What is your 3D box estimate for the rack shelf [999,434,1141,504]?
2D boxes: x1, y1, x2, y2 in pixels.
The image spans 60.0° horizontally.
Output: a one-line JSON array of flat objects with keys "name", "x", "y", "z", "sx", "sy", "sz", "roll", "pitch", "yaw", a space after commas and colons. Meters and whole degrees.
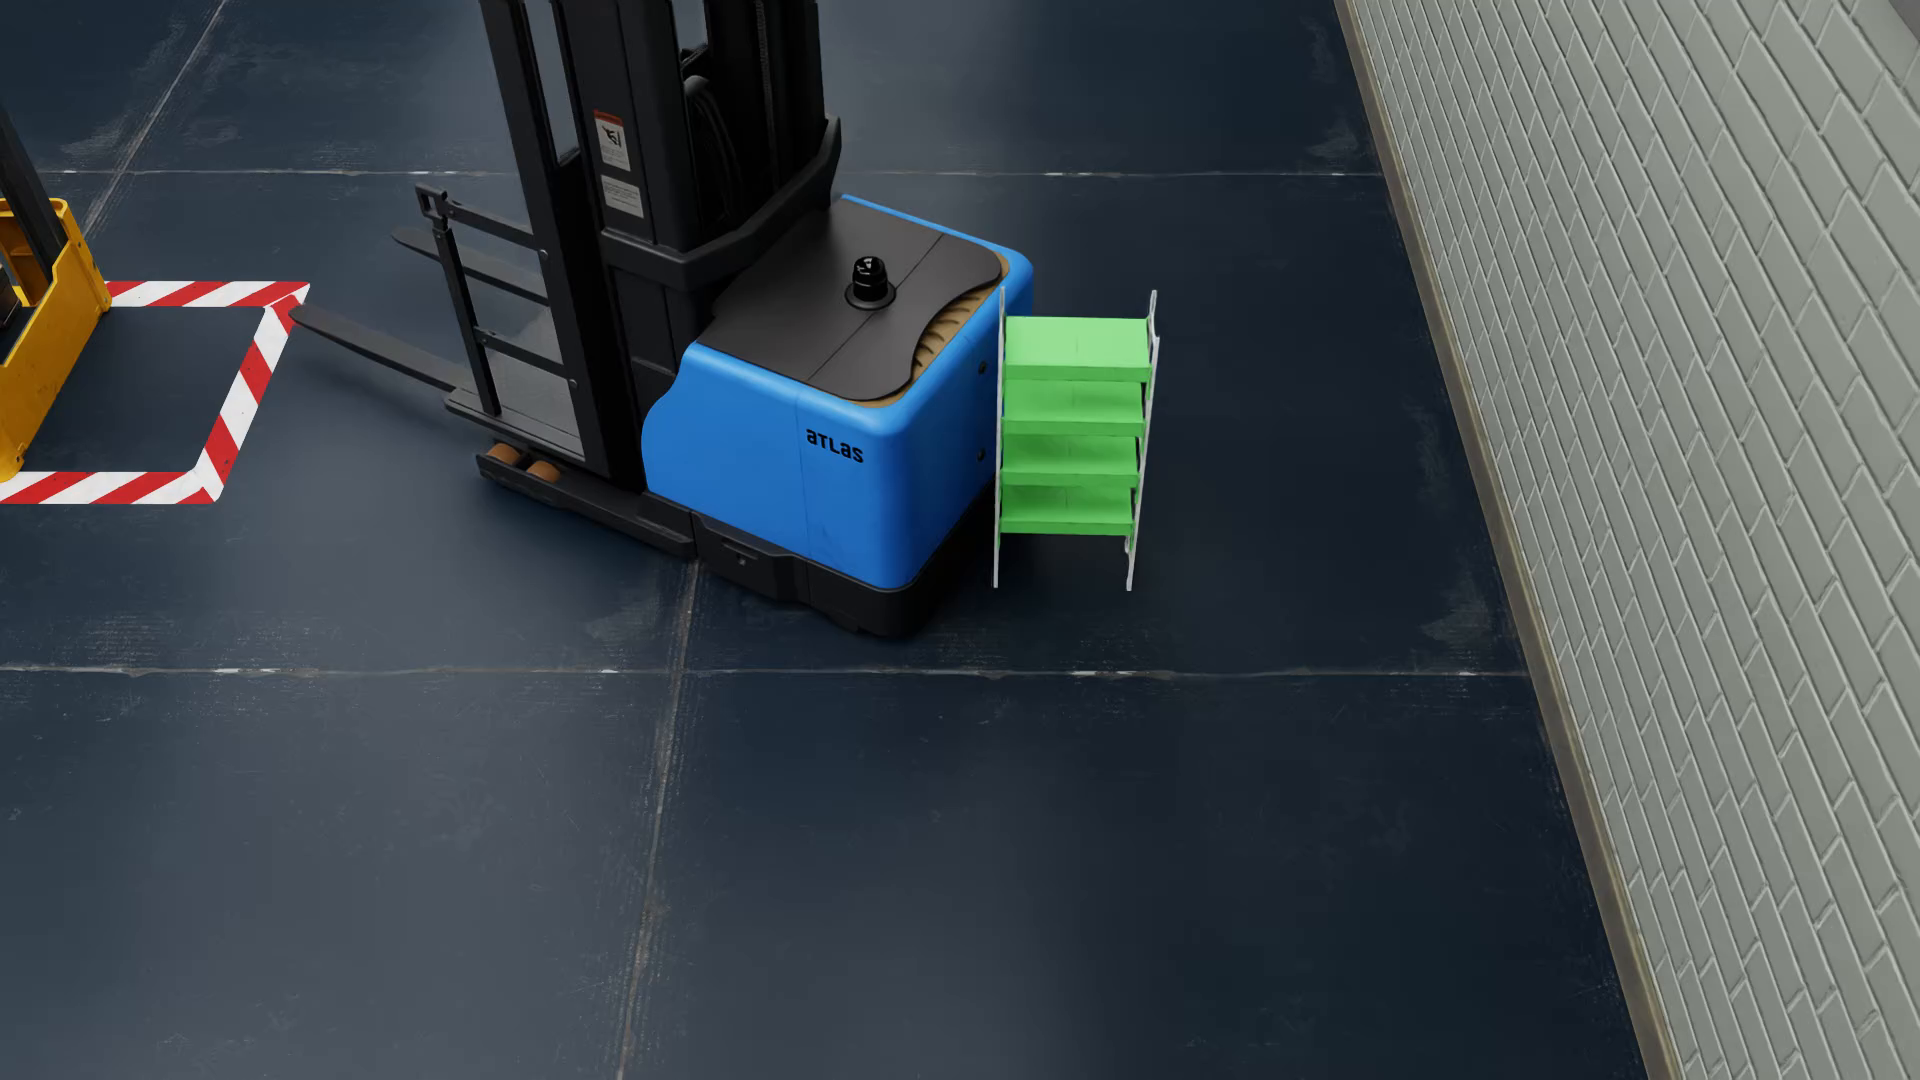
[{"name": "rack shelf", "x": 0.378, "y": -0.271, "z": 5.770, "sx": 0.480, "sy": 0.148, "sz": 0.258, "roll": 1, "pitch": 47, "yaw": 1}]

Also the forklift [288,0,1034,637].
[{"name": "forklift", "x": -1.271, "y": -1.454, "z": 5.601, "sx": 3.031, "sy": 2.935, "sz": 1.130, "roll": 22, "pitch": 51, "yaw": 19}]

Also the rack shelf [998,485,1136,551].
[{"name": "rack shelf", "x": 0.378, "y": -0.108, "z": 5.946, "sx": 0.480, "sy": 0.148, "sz": 0.258, "roll": 1, "pitch": 47, "yaw": 1}]

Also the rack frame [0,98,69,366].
[{"name": "rack frame", "x": -3.773, "y": -1.667, "z": 5.753, "sx": 0.127, "sy": 3.000, "sz": 1.000, "roll": 0, "pitch": 47, "yaw": 0}]

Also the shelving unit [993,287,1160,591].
[{"name": "shelving unit", "x": 0.378, "y": -0.315, "z": 5.723, "sx": 0.503, "sy": 1.200, "sz": 0.258, "roll": 1, "pitch": 47, "yaw": 1}]

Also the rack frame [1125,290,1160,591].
[{"name": "rack frame", "x": 0.622, "y": -0.309, "z": 5.718, "sx": 0.015, "sy": 1.200, "sz": 0.240, "roll": 1, "pitch": 47, "yaw": 1}]

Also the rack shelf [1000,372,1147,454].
[{"name": "rack shelf", "x": 0.378, "y": -0.435, "z": 5.595, "sx": 0.480, "sy": 0.148, "sz": 0.258, "roll": 1, "pitch": 47, "yaw": 1}]

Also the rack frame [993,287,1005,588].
[{"name": "rack frame", "x": 0.134, "y": -0.321, "z": 5.729, "sx": 0.015, "sy": 1.200, "sz": 0.240, "roll": 1, "pitch": 47, "yaw": 1}]

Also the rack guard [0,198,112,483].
[{"name": "rack guard", "x": -3.849, "y": -0.816, "z": 6.668, "sx": 0.348, "sy": 0.500, "sz": 1.175, "roll": 0, "pitch": 47, "yaw": 0}]

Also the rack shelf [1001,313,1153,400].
[{"name": "rack shelf", "x": 0.378, "y": -0.598, "z": 5.419, "sx": 0.480, "sy": 0.148, "sz": 0.258, "roll": 1, "pitch": 47, "yaw": 1}]

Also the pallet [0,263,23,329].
[{"name": "pallet", "x": -4.661, "y": -0.746, "z": 6.800, "sx": 1.213, "sy": 0.211, "sz": 1.003, "roll": 0, "pitch": 47, "yaw": 0}]
